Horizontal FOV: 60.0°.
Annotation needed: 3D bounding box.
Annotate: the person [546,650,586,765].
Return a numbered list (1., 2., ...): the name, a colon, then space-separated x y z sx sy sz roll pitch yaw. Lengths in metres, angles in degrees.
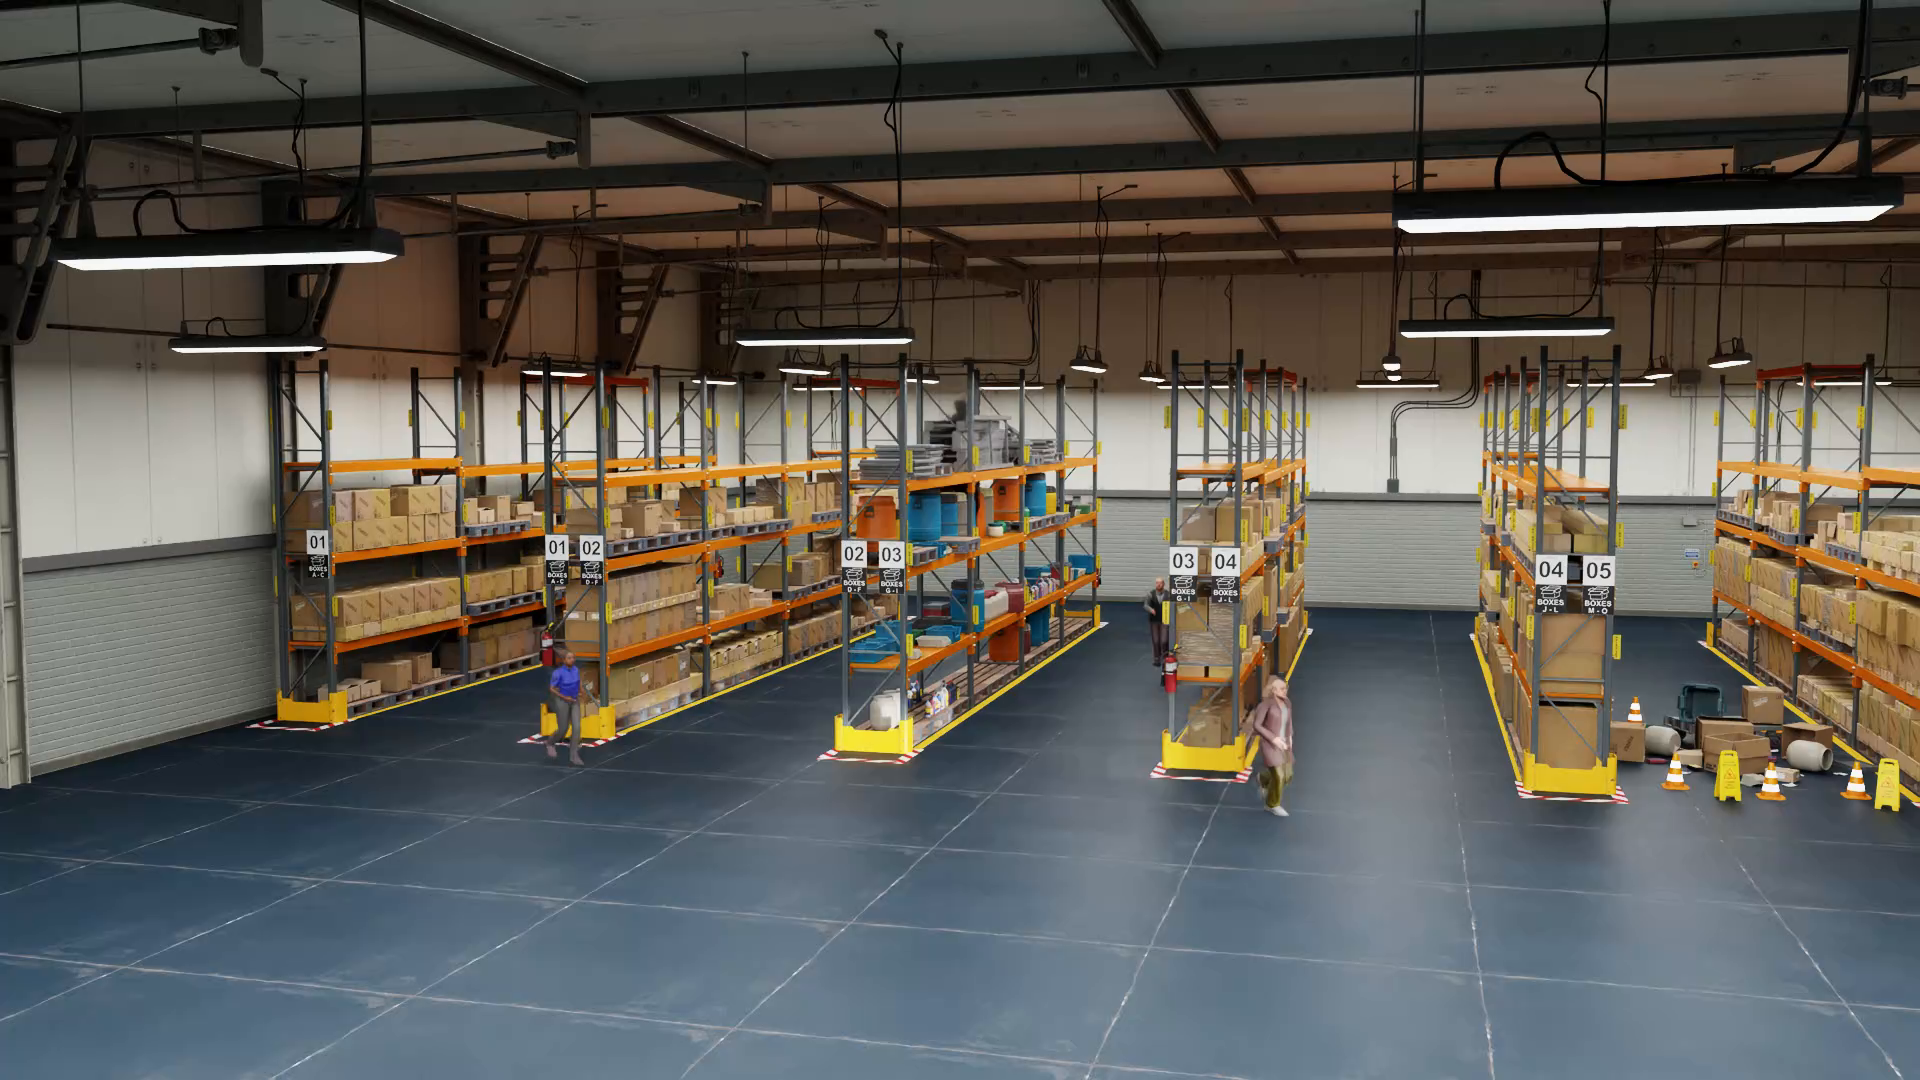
1. person: -5.765 2.439 24.382 0.768 1.665 0.601 4 6 43

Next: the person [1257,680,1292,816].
1. person: 3.991 2.617 21.198 0.697 1.712 0.685 -3 5 -35

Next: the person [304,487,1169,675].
1. person: -3.484 0.808 30.033 14.219 3.694 6.703 1 4 13
